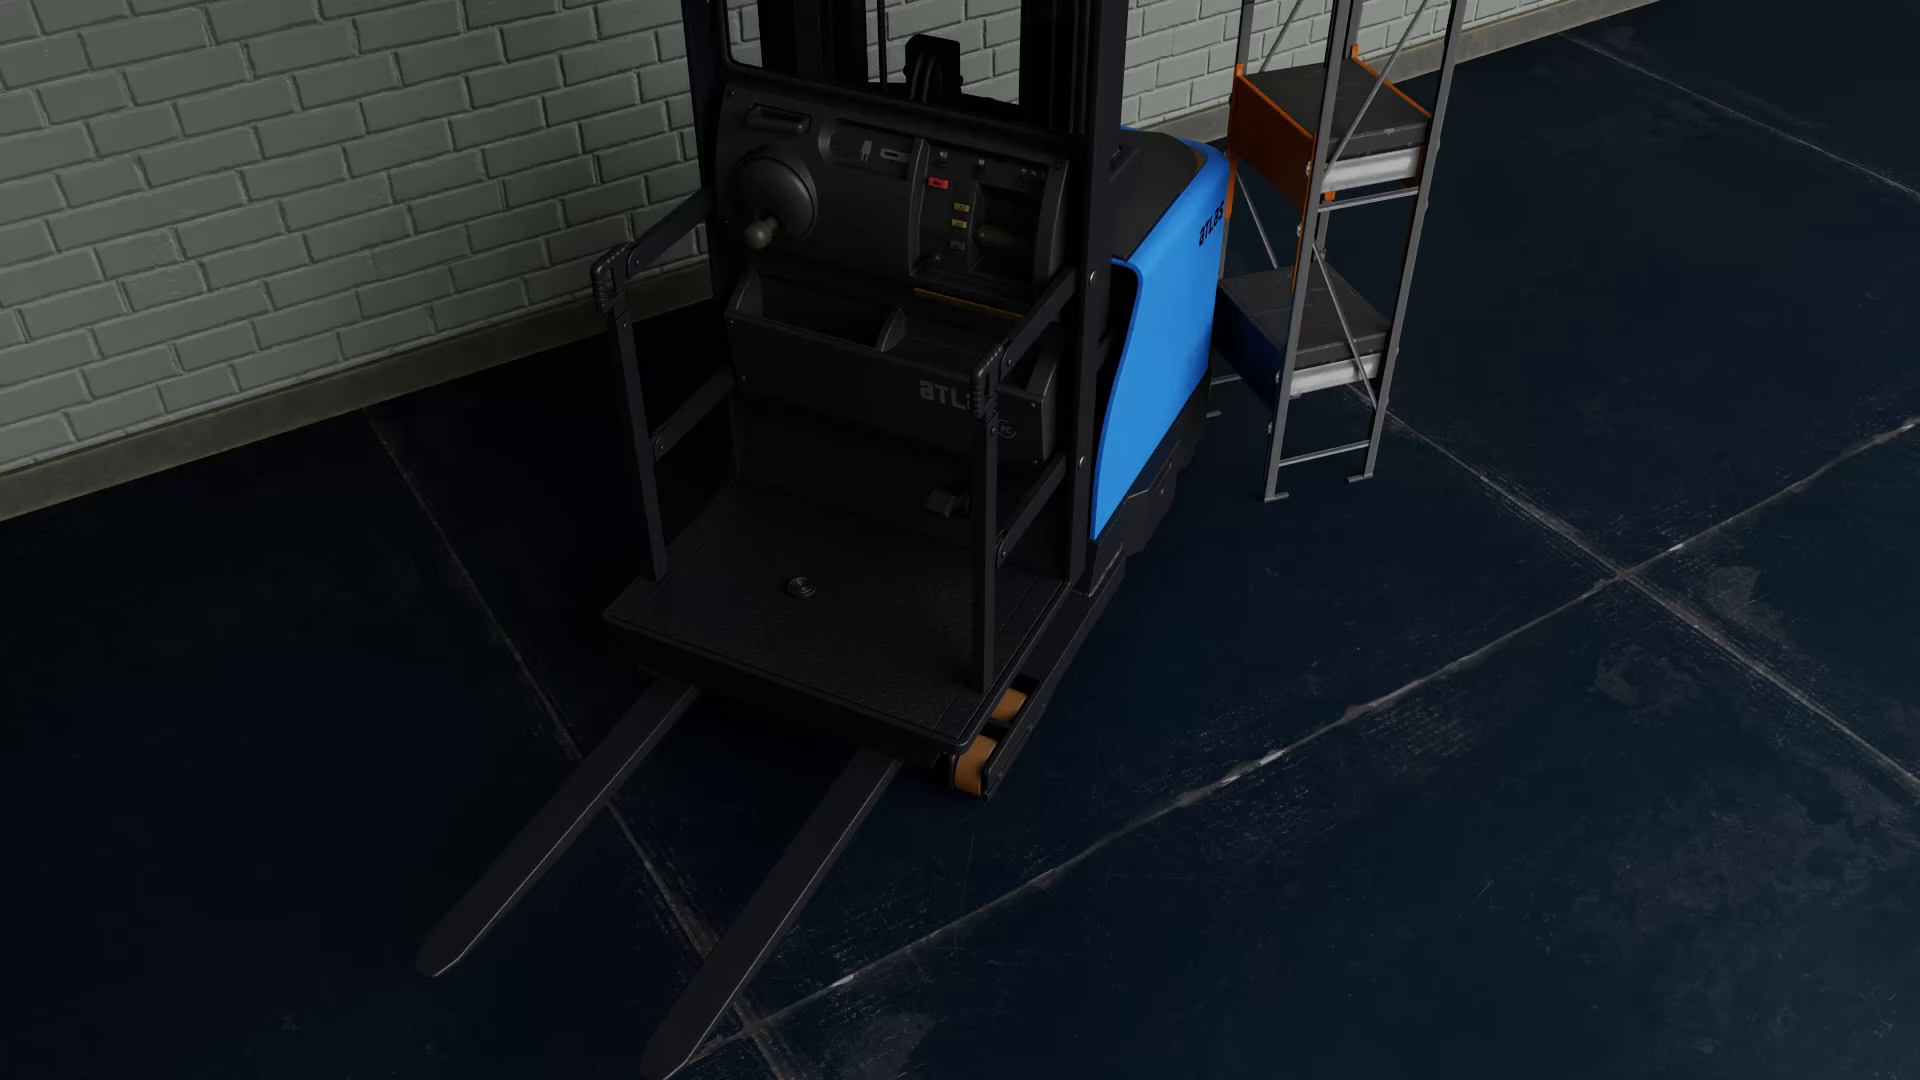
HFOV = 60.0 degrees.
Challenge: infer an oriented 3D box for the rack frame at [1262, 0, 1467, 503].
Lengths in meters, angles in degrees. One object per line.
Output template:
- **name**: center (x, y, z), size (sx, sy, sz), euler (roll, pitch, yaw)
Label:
- **rack frame**: center (1.172, -0.975, 4.780), size (0.400, 2.100, 0.015), euler (-13, 42, -15)

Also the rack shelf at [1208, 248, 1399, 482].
- **rack shelf**: center (1.089, -0.573, 5.413), size (0.431, 0.518, 0.480), euler (-13, 42, -15)

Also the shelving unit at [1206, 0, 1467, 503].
- **shelving unit**: center (1.089, -1.122, 4.956), size (0.431, 2.100, 0.503), euler (-13, 42, -15)

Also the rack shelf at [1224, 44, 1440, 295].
- **rack shelf**: center (1.089, -1.111, 4.965), size (0.431, 0.518, 0.480), euler (-13, 42, -15)

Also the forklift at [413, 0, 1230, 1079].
- **forklift**: center (-0.272, -0.768, 3.881), size (1.130, 2.935, 3.031), euler (17, 43, 20)

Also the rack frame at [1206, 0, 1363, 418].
- **rack frame**: center (1.006, -1.269, 5.132), size (0.400, 2.100, 0.015), euler (-13, 42, -15)

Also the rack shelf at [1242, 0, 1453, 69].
- **rack shelf**: center (1.089, -1.649, 4.516), size (0.431, 0.518, 0.480), euler (-13, 42, -15)
